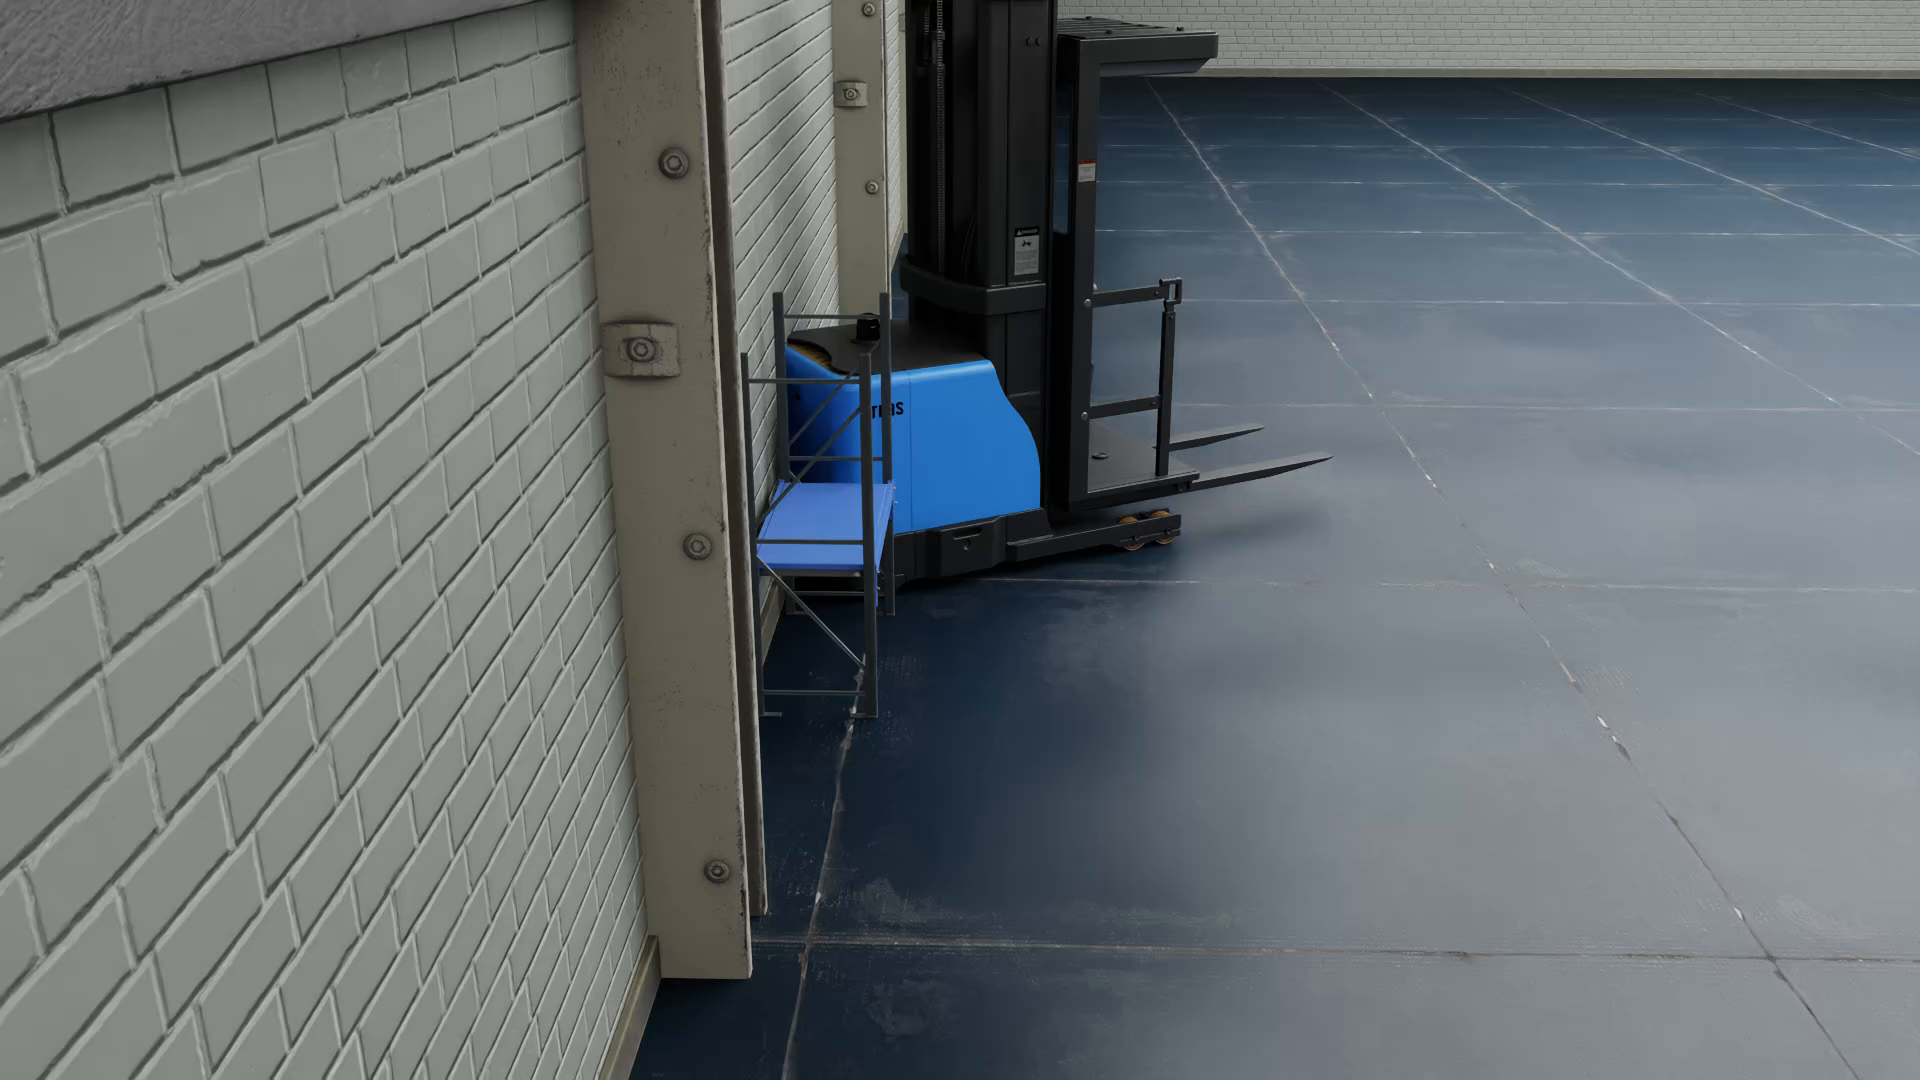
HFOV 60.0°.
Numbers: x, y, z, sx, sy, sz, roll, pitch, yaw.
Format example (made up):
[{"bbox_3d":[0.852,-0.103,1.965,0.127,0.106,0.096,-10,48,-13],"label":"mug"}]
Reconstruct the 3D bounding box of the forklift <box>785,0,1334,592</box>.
[{"bbox_3d":[0.551,-1.471,8.268,3.031,2.935,1.130,-11,24,-26],"label":"forklift"}]

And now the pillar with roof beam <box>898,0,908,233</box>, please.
[{"bbox_3d":[3.878,-7.220,14.697,9.100,9.000,0.400,1,21,2],"label":"pillar with roof beam"}]

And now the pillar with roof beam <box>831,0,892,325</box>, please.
[{"bbox_3d":[3.696,-5.051,9.106,9.100,9.000,0.400,1,21,2],"label":"pillar with roof beam"}]

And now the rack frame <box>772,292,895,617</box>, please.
[{"bbox_3d":[-0.551,-0.357,7.375,0.500,1.500,0.032,1,21,2],"label":"rack frame"}]

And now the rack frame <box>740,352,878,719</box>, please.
[{"bbox_3d":[-0.581,0.011,6.428,0.500,1.500,0.032,1,21,2],"label":"rack frame"}]

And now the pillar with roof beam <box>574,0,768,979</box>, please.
[{"bbox_3d":[3.513,-2.881,3.515,9.100,9.000,0.400,1,21,2],"label":"pillar with roof beam"}]

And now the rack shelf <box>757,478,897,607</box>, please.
[{"bbox_3d":[-0.566,-0.005,6.967,0.538,0.185,1.000,1,21,2],"label":"rack shelf"}]

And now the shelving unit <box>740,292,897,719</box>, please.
[{"bbox_3d":[-0.566,-0.173,6.901,0.538,1.500,1.048,1,21,2],"label":"shelving unit"}]
